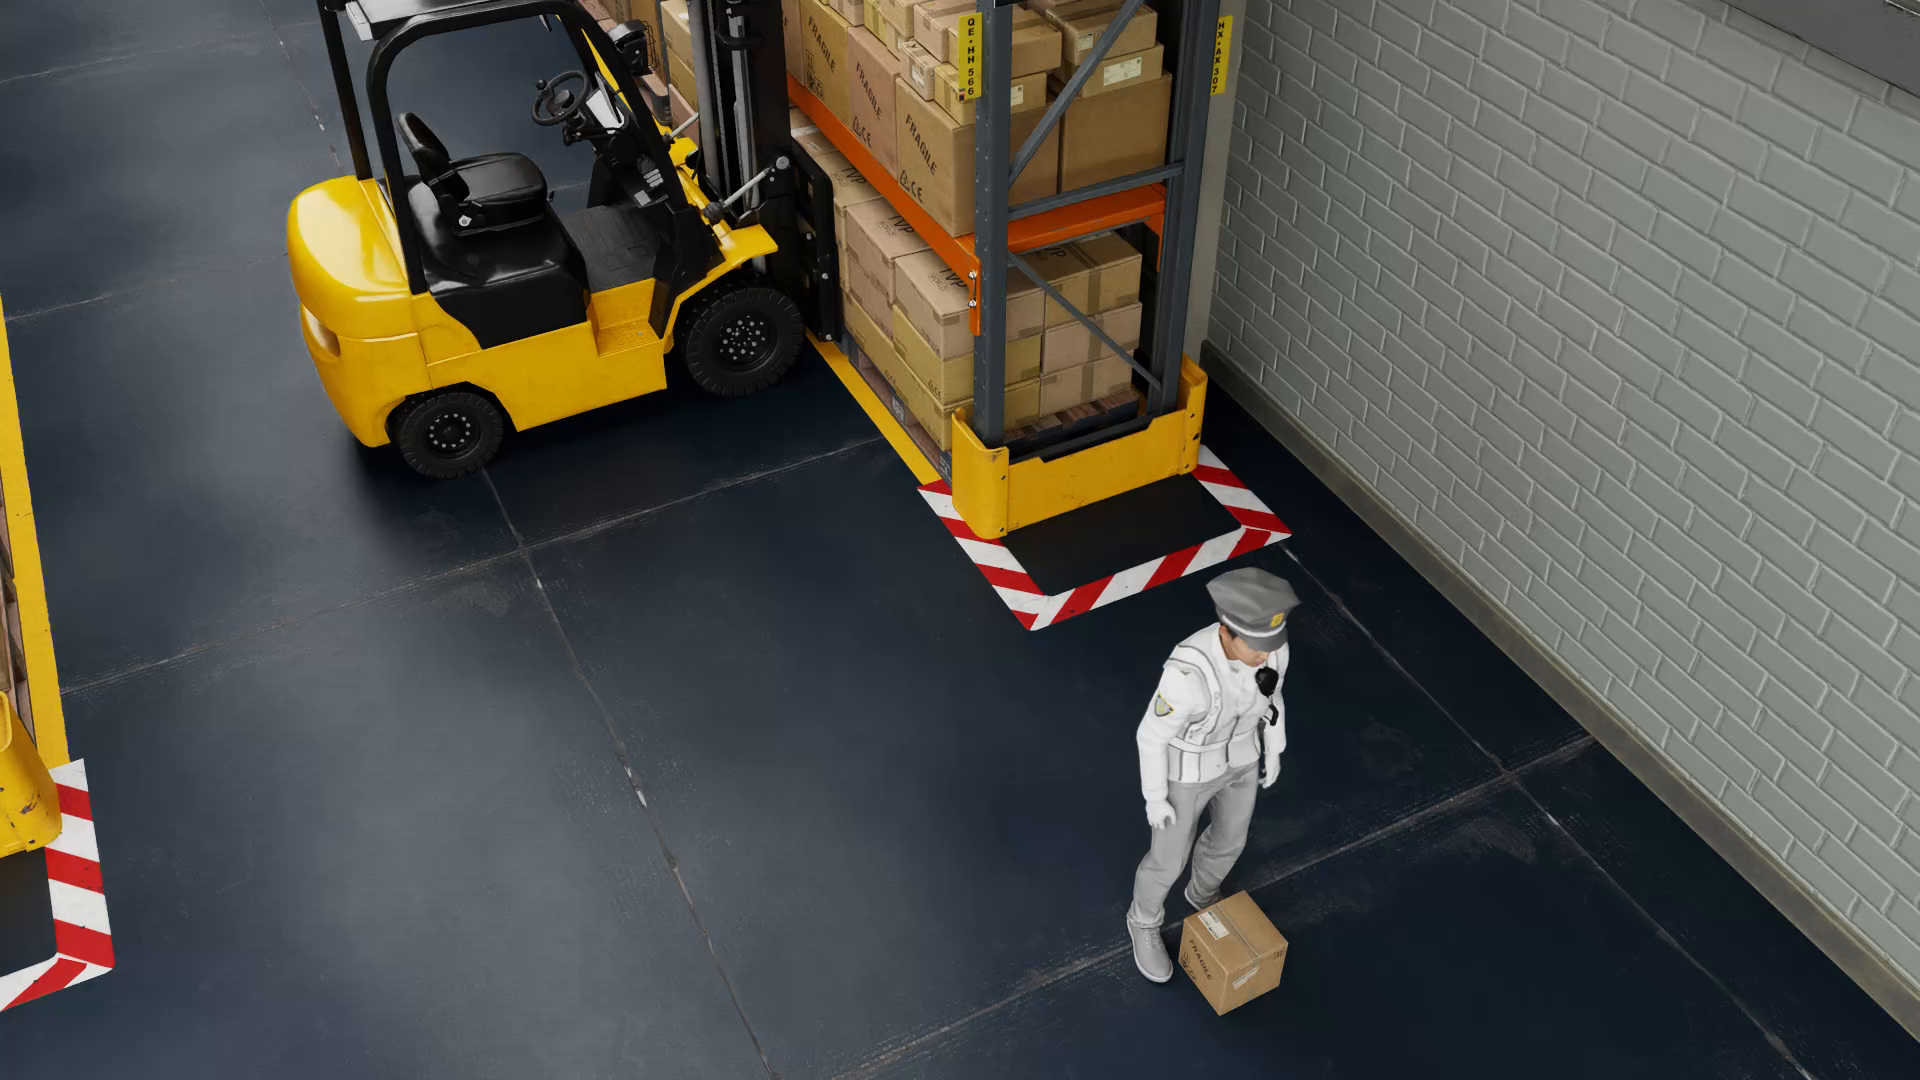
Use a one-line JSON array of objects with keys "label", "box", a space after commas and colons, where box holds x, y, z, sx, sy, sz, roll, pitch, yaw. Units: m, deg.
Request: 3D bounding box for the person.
[{"label": "person", "box": [0.803, 0.733, 5.327, 0.529, 1.664, 0.371, -19, 45, -20]}]
